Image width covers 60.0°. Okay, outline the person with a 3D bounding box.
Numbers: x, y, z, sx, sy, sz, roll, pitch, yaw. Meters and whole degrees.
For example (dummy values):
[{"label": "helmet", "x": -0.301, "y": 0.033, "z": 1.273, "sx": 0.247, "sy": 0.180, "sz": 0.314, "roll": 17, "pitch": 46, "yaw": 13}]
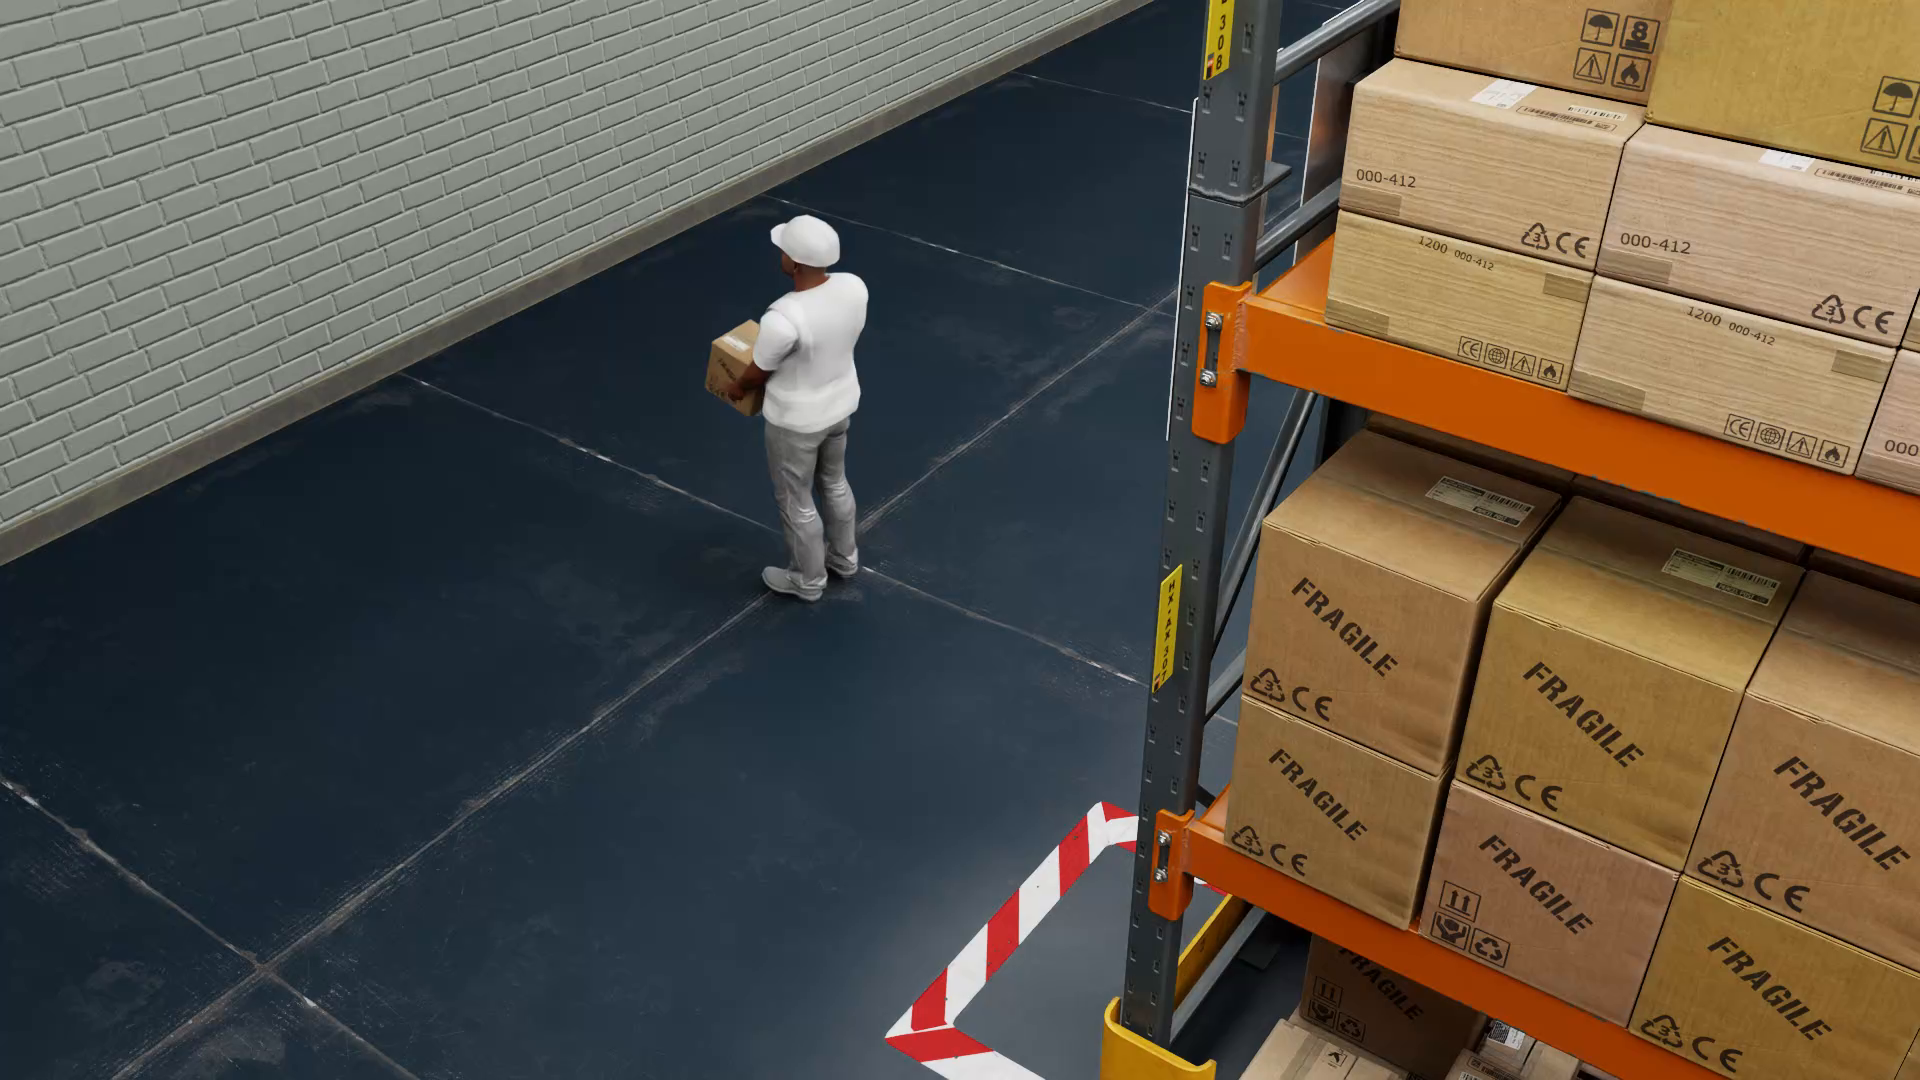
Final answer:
[{"label": "person", "x": -0.693, "y": -0.567, "z": 6.948, "sx": 0.571, "sy": 1.770, "sz": 0.516, "roll": 25, "pitch": 41, "yaw": 31}]
